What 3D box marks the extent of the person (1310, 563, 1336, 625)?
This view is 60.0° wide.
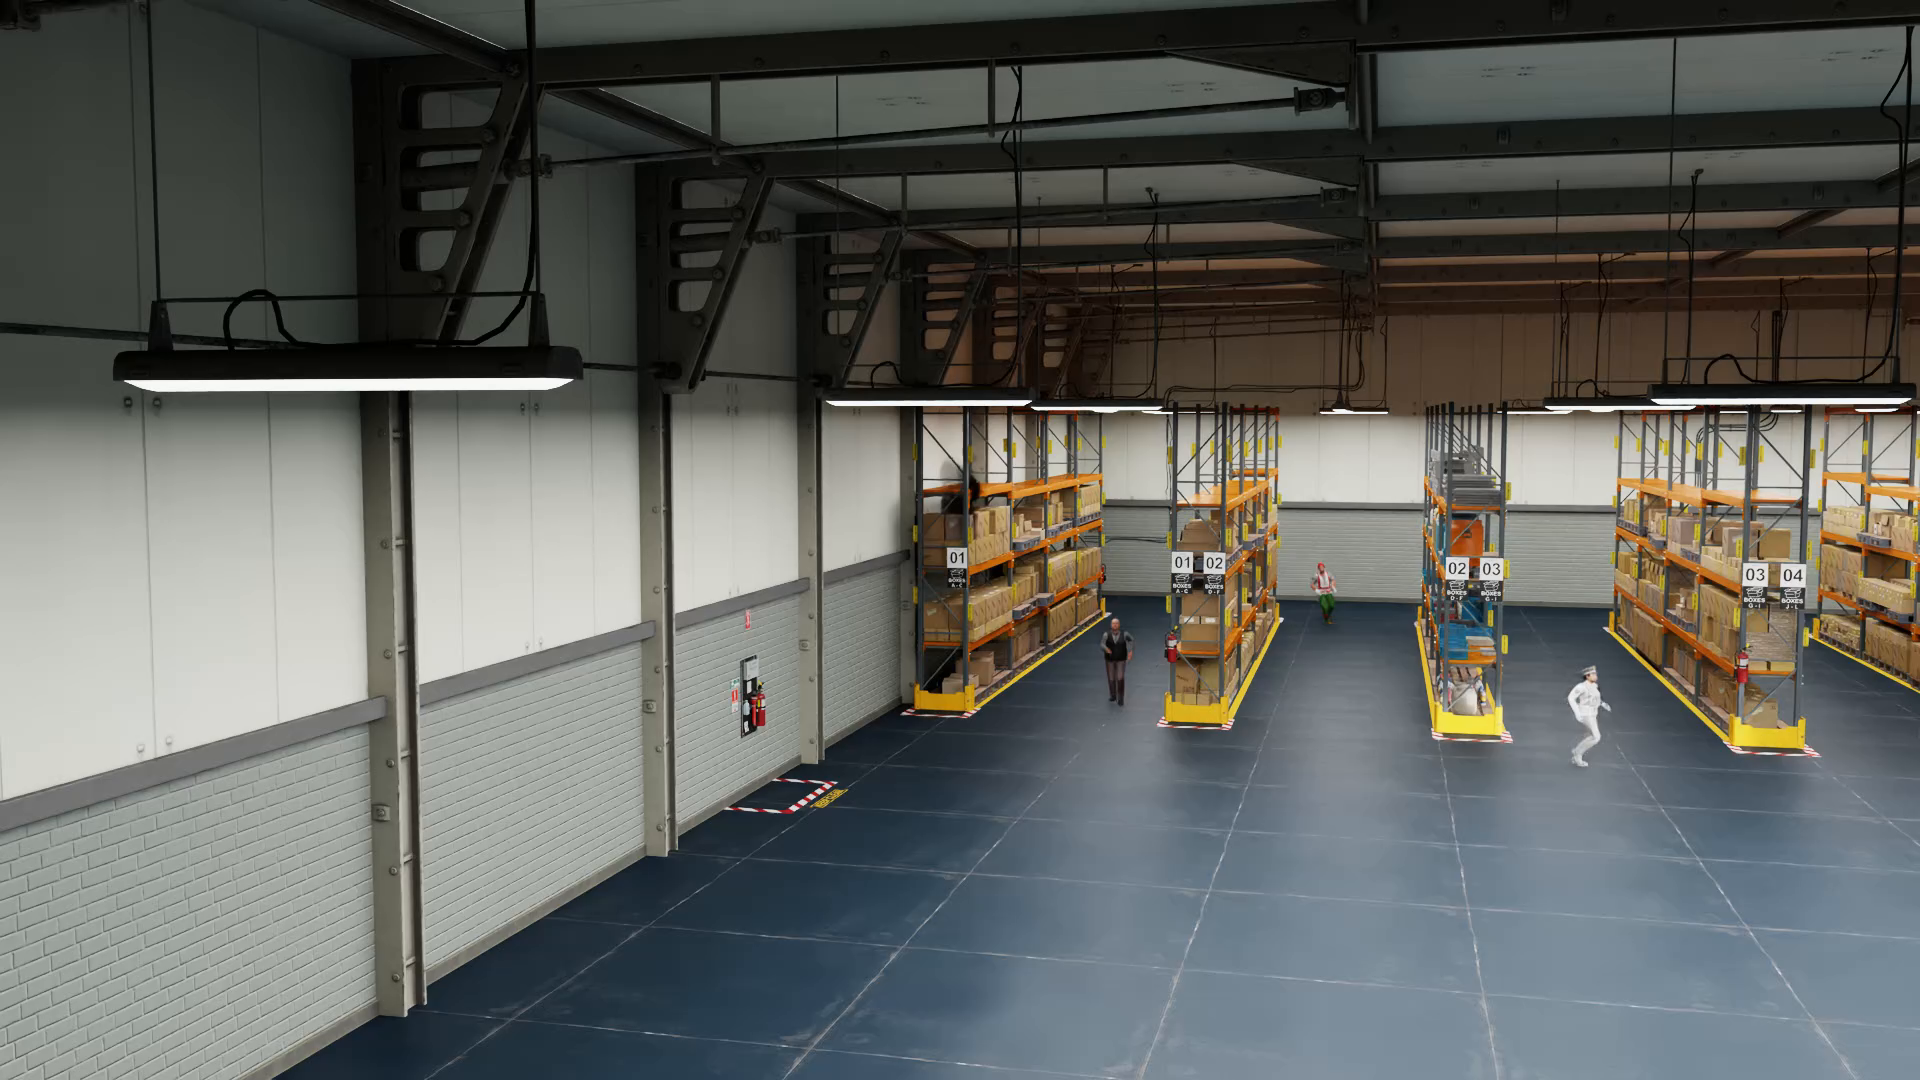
[{"bbox_3d":[9.999,1.481,45.769,0.698,1.720,0.537,0,4,-1],"label":"person"}]

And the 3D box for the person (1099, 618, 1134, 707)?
[{"bbox_3d":[3.102,2.444,33.002,0.671,1.783,0.733,1,4,11],"label":"person"}]

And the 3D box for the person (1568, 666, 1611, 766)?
[{"bbox_3d":[10.311,2.879,27.193,0.620,1.665,0.579,-4,6,-44],"label":"person"}]

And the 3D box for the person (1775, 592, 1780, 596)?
[{"bbox_3d":[21.868,1.709,44.420,0.529,1.513,0.626,0,4,1],"label":"person"}]
